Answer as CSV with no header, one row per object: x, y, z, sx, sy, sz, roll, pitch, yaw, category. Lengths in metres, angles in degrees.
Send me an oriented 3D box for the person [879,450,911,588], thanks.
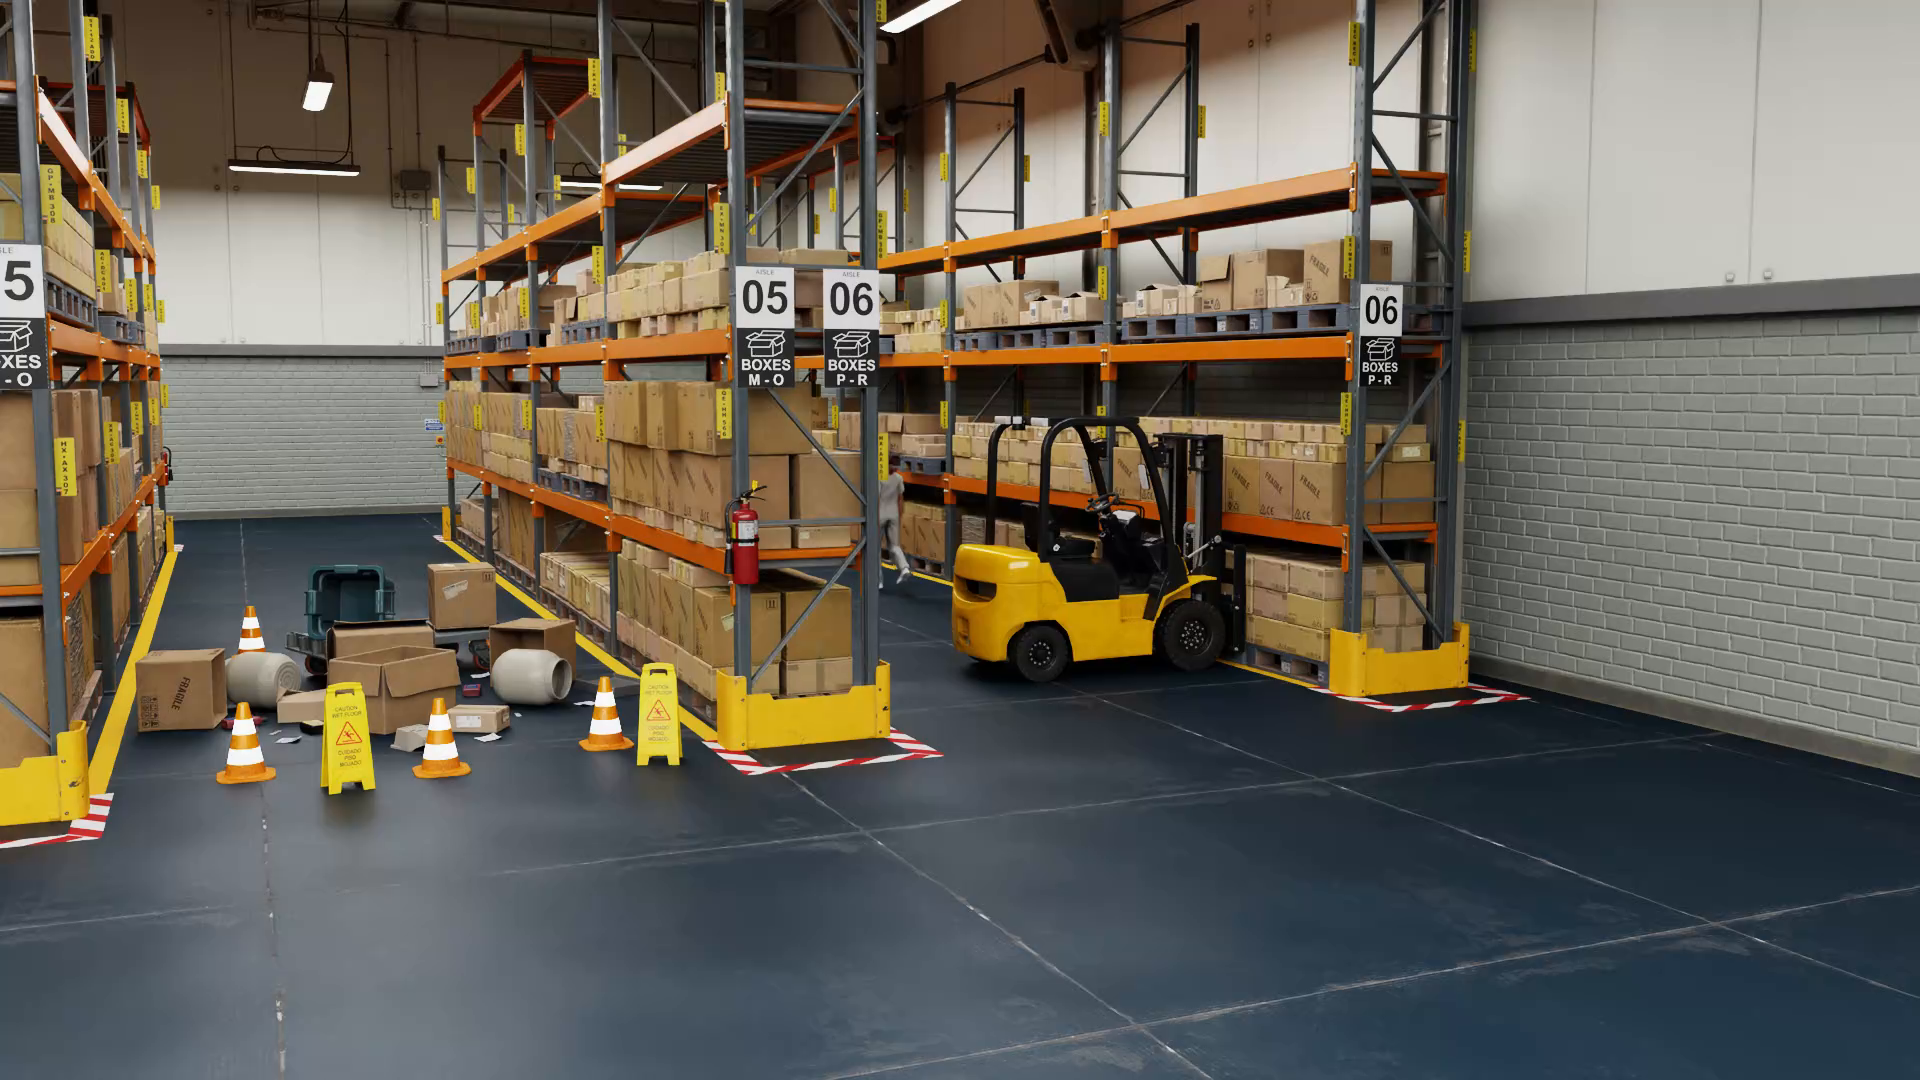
-0.842,-0.233,19.361,0.451,1.634,0.869,-3,6,-27,person
